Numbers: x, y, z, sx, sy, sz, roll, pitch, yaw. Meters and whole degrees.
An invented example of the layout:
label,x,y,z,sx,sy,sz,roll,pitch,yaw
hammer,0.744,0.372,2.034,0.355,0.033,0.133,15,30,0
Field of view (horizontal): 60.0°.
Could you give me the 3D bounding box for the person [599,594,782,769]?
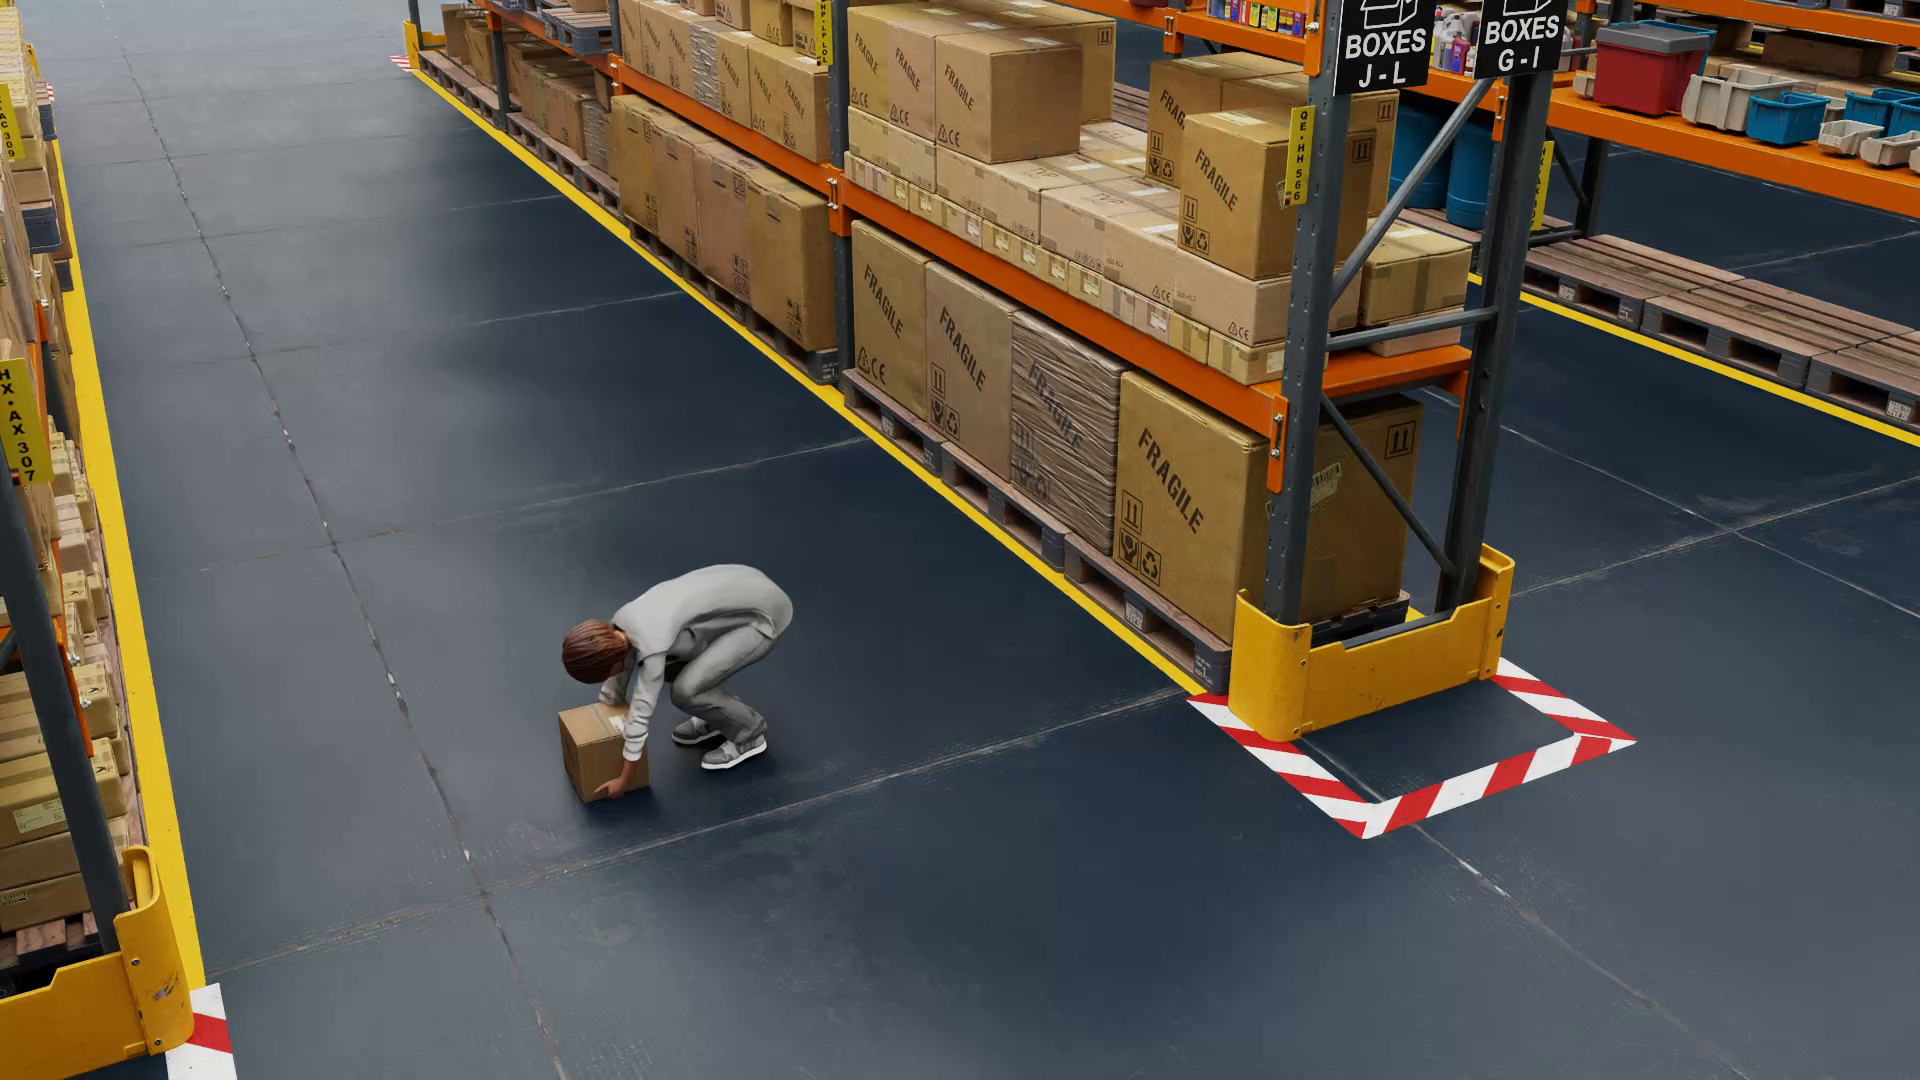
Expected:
label,x,y,z,sx,sy,sz,roll,pitch,yaw
person,-0.964,0.482,6.142,0.715,0.714,0.425,-14,29,-27
